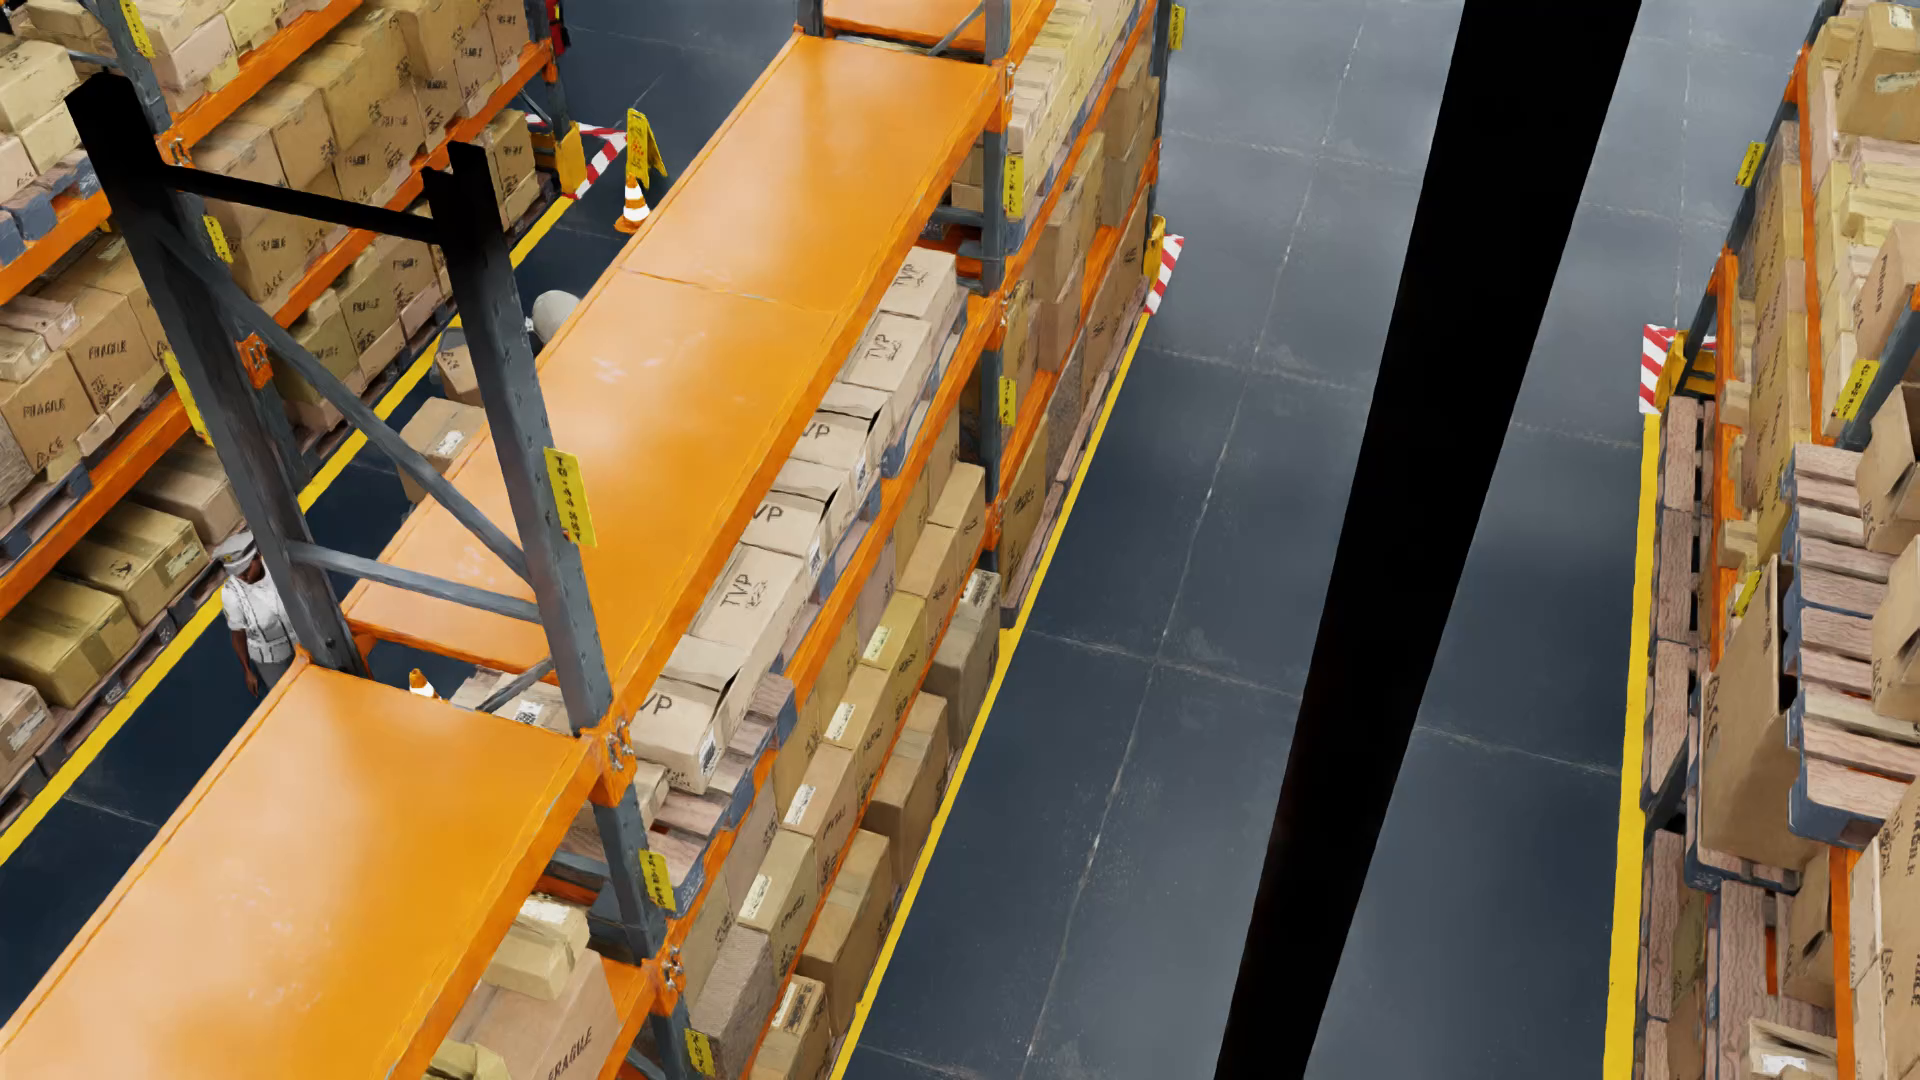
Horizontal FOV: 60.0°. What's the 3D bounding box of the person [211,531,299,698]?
[{"bbox_3d":[-3.760,0.607,9.310,0.573,1.660,0.555,-35,55,-29],"label":"person"}]
